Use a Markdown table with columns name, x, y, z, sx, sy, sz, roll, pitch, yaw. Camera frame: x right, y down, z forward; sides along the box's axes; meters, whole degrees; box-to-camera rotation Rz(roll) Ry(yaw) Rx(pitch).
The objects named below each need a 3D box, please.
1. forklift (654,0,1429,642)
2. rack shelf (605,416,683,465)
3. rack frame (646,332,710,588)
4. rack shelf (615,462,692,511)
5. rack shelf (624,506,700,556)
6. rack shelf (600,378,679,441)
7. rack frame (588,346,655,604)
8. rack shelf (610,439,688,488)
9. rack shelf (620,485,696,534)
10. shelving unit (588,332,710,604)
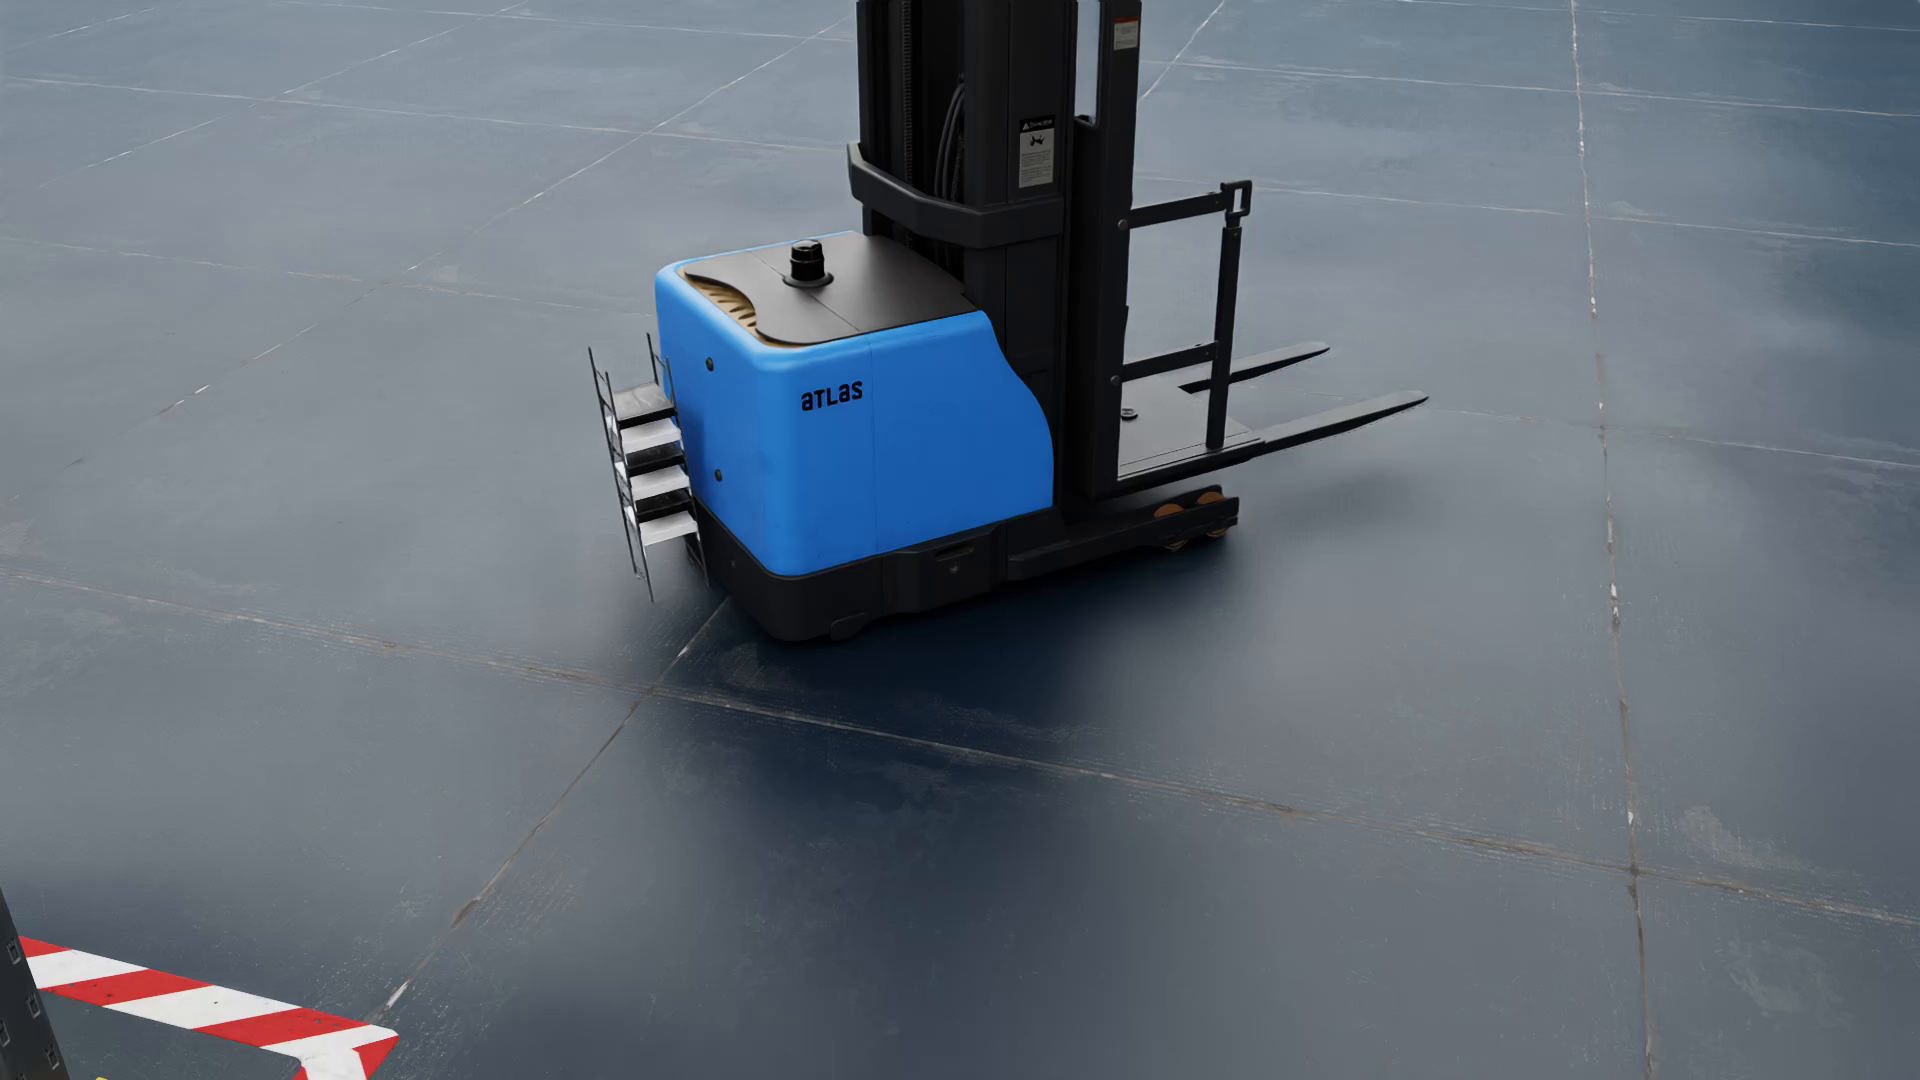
| name | x | y | z | sx | sy | sz | roll | pitch | yaw |
| --- | --- | --- | --- | --- | --- | --- | --- | --- | --- |
| forklift | 0.461 | -1.452 | 5.846 | 3.031 | 2.935 | 1.130 | -16 | 33 | -26 |
| rack shelf | -1.080 | -0.365 | 5.664 | 0.200 | 0.077 | 0.258 | -17 | 33 | -19 |
| rack frame | -0.977 | -0.268 | 5.774 | 0.006 | 0.900 | 0.240 | -17 | 33 | -19 |
| rack shelf | -1.066 | -0.211 | 5.757 | 0.200 | 0.077 | 0.258 | -17 | 33 | -19 |
| rack shelf | -1.053 | -0.058 | 5.850 | 0.200 | 0.077 | 0.258 | -17 | 33 | -19 |
| rack shelf | -1.086 | -0.442 | 5.618 | 0.200 | 0.077 | 0.258 | -17 | 33 | -19 |
| rack frame | -1.161 | -0.212 | 5.706 | 0.006 | 0.900 | 0.240 | -17 | 33 | -19 |
| rack shelf | -1.073 | -0.288 | 5.711 | 0.200 | 0.077 | 0.258 | -17 | 33 | -19 |
| rack shelf | -1.060 | -0.134 | 5.804 | 0.200 | 0.077 | 0.258 | -17 | 33 | -19 |
| shelving unit | -1.069 | -0.240 | 5.740 | 0.210 | 0.900 | 0.258 | -17 | 33 | -19 |
